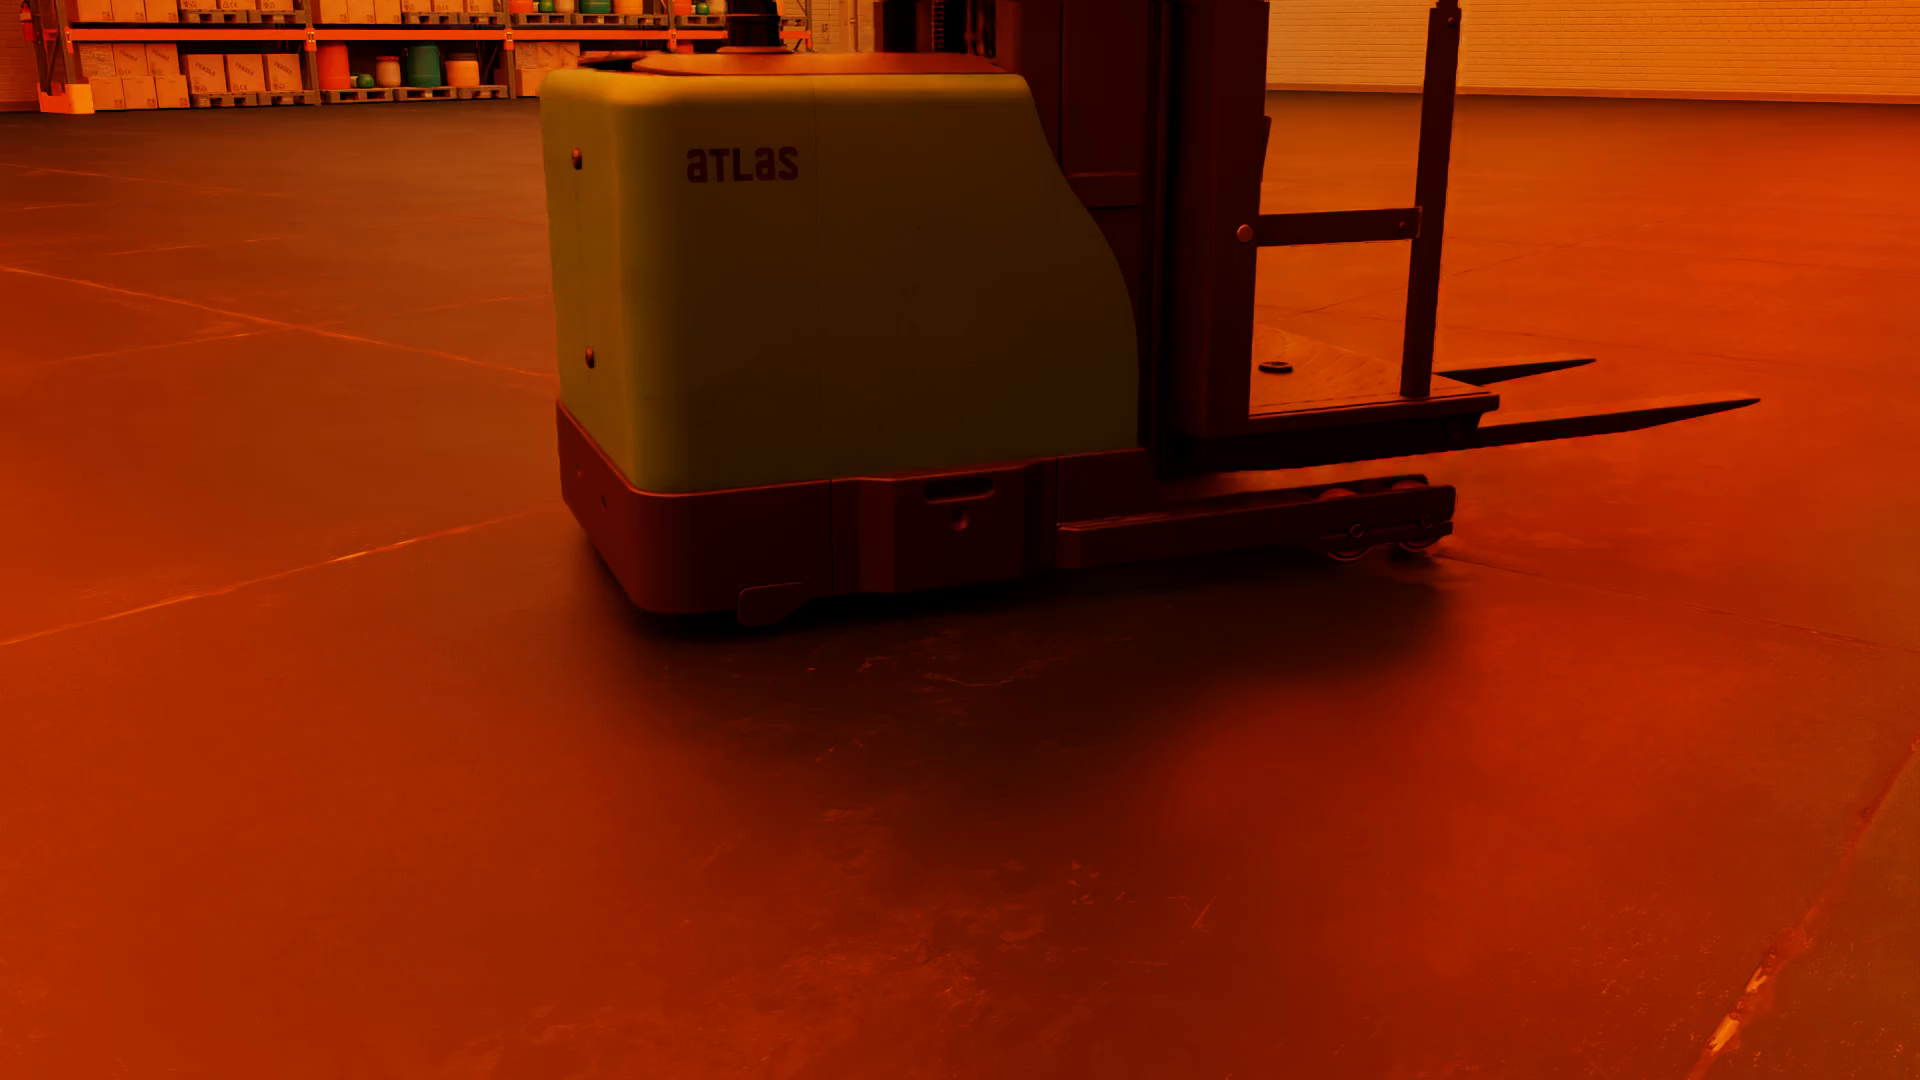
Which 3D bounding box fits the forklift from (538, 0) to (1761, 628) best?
[{"bbox_3d":[0.599,-1.487,3.793,3.031,2.935,1.130,-7,18,-21],"label":"forklift"}]
